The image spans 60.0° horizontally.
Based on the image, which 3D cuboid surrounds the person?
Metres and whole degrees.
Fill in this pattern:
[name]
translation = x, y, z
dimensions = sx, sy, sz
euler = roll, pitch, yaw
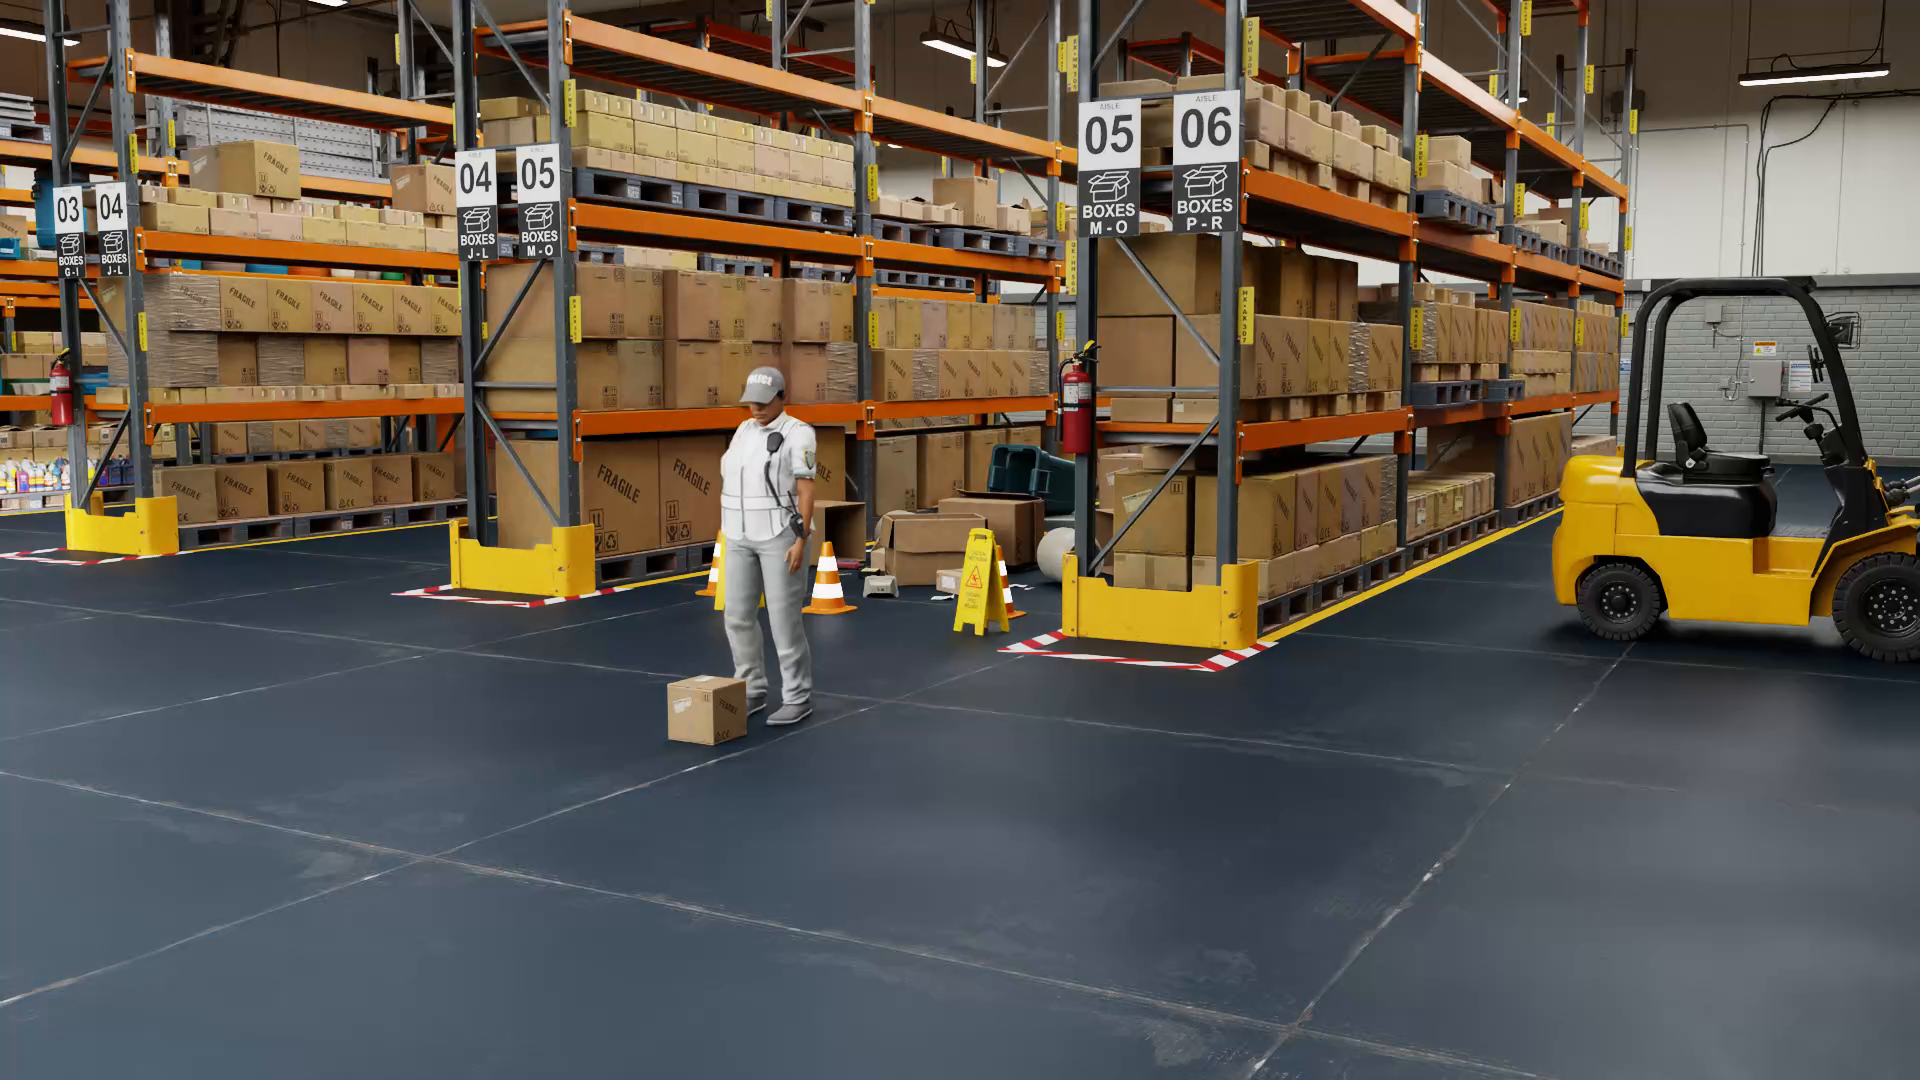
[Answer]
[person]
translation = -0.886, 0.020, 7.744
dimensions = 0.473, 1.655, 0.389
euler = 3, 7, 30
